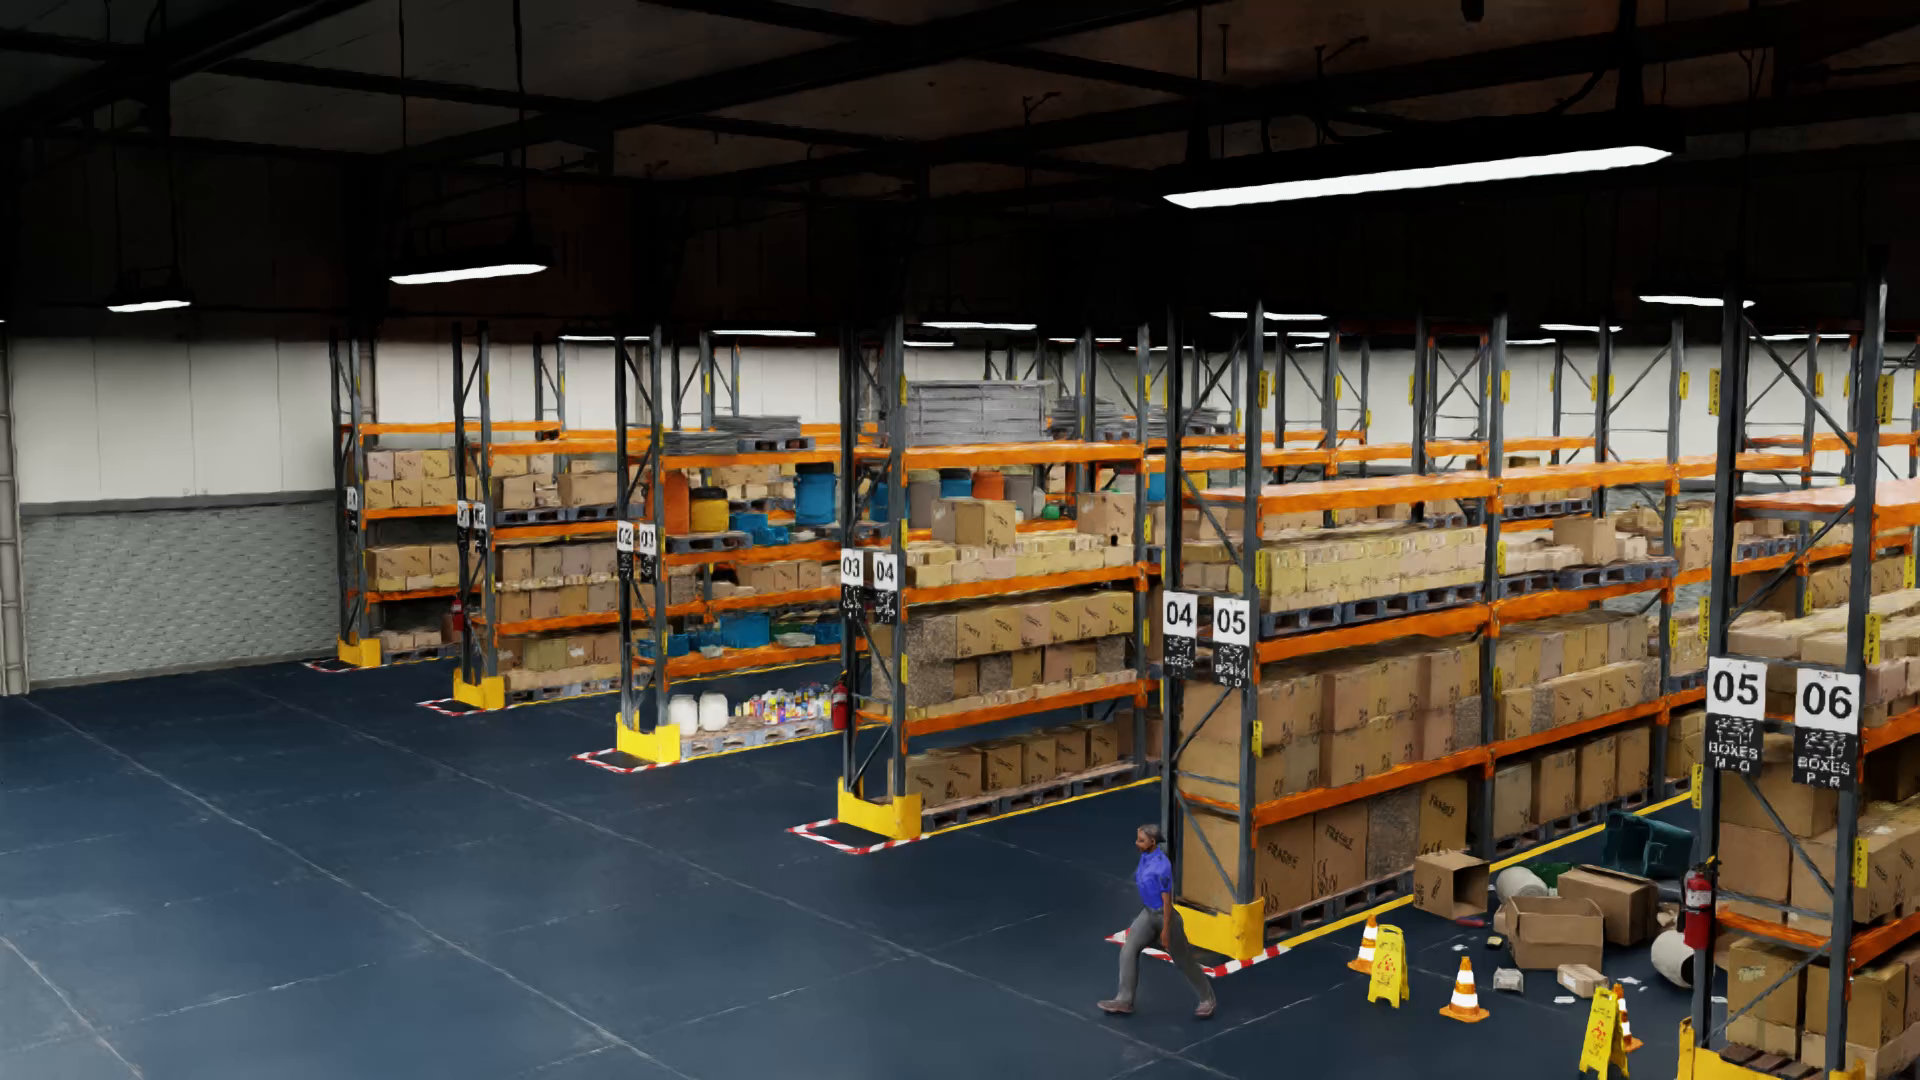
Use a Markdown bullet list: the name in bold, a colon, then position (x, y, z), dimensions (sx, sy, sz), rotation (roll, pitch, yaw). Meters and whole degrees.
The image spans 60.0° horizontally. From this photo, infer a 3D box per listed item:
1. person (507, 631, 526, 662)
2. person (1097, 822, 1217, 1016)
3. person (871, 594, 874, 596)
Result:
- **person**: position (-7.606, 1.552, 28.446), dimensions (0.512, 1.632, 0.639), rotation (-5, 8, -43)
- **person**: position (1.615, 3.050, 13.397), dimensions (0.944, 1.598, 0.498), rotation (-2, 6, -19)
- **person**: position (-1.694, 0.769, 36.078), dimensions (0.450, 1.656, 0.573), rotation (3, 7, 31)
